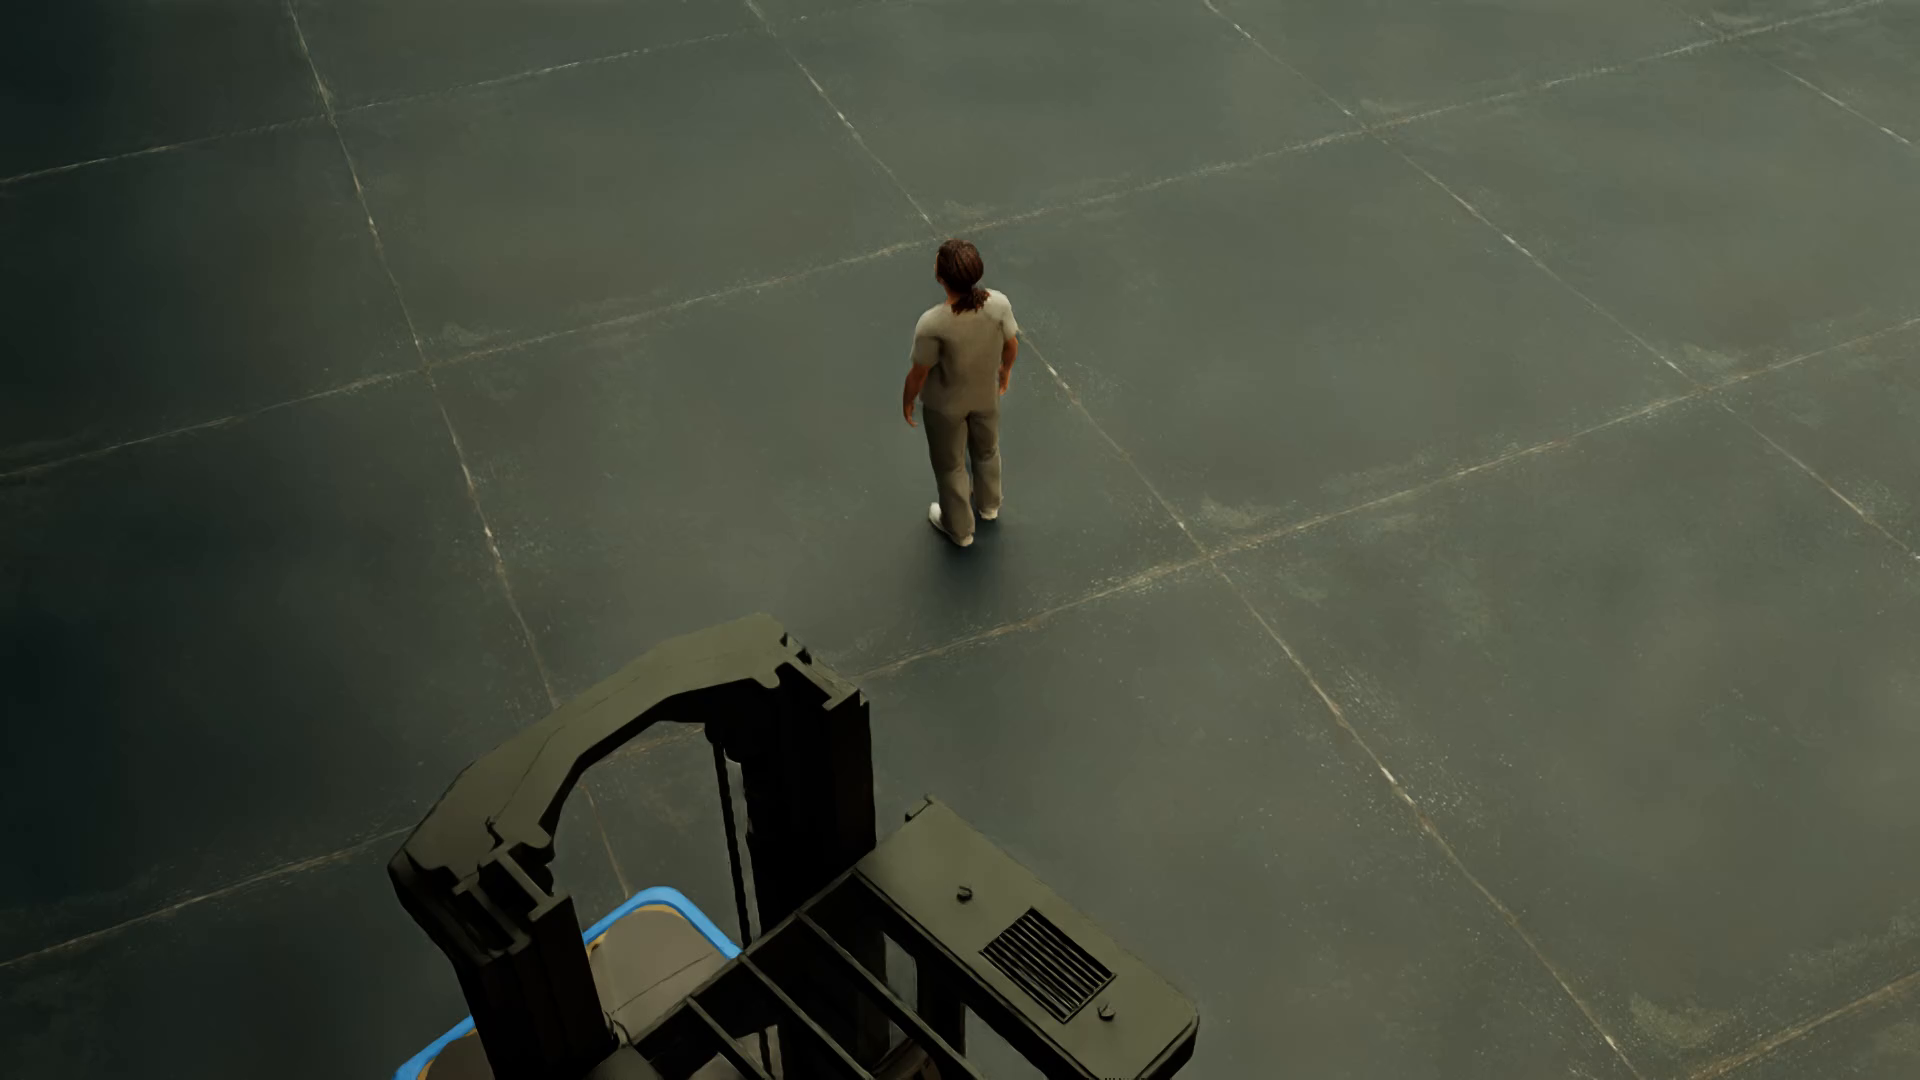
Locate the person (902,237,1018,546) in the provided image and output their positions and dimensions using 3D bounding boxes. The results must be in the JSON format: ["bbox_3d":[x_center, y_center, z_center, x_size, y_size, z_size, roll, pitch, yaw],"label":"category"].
[{"bbox_3d":[-0.019,-0.667,7.305,0.550,1.674,0.548,-18,46,-18],"label":"person"}]

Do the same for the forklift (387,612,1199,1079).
[{"bbox_3d":[-0.229,1.703,3.856,1.130,2.935,3.031,-34,53,-31],"label":"forklift"}]
